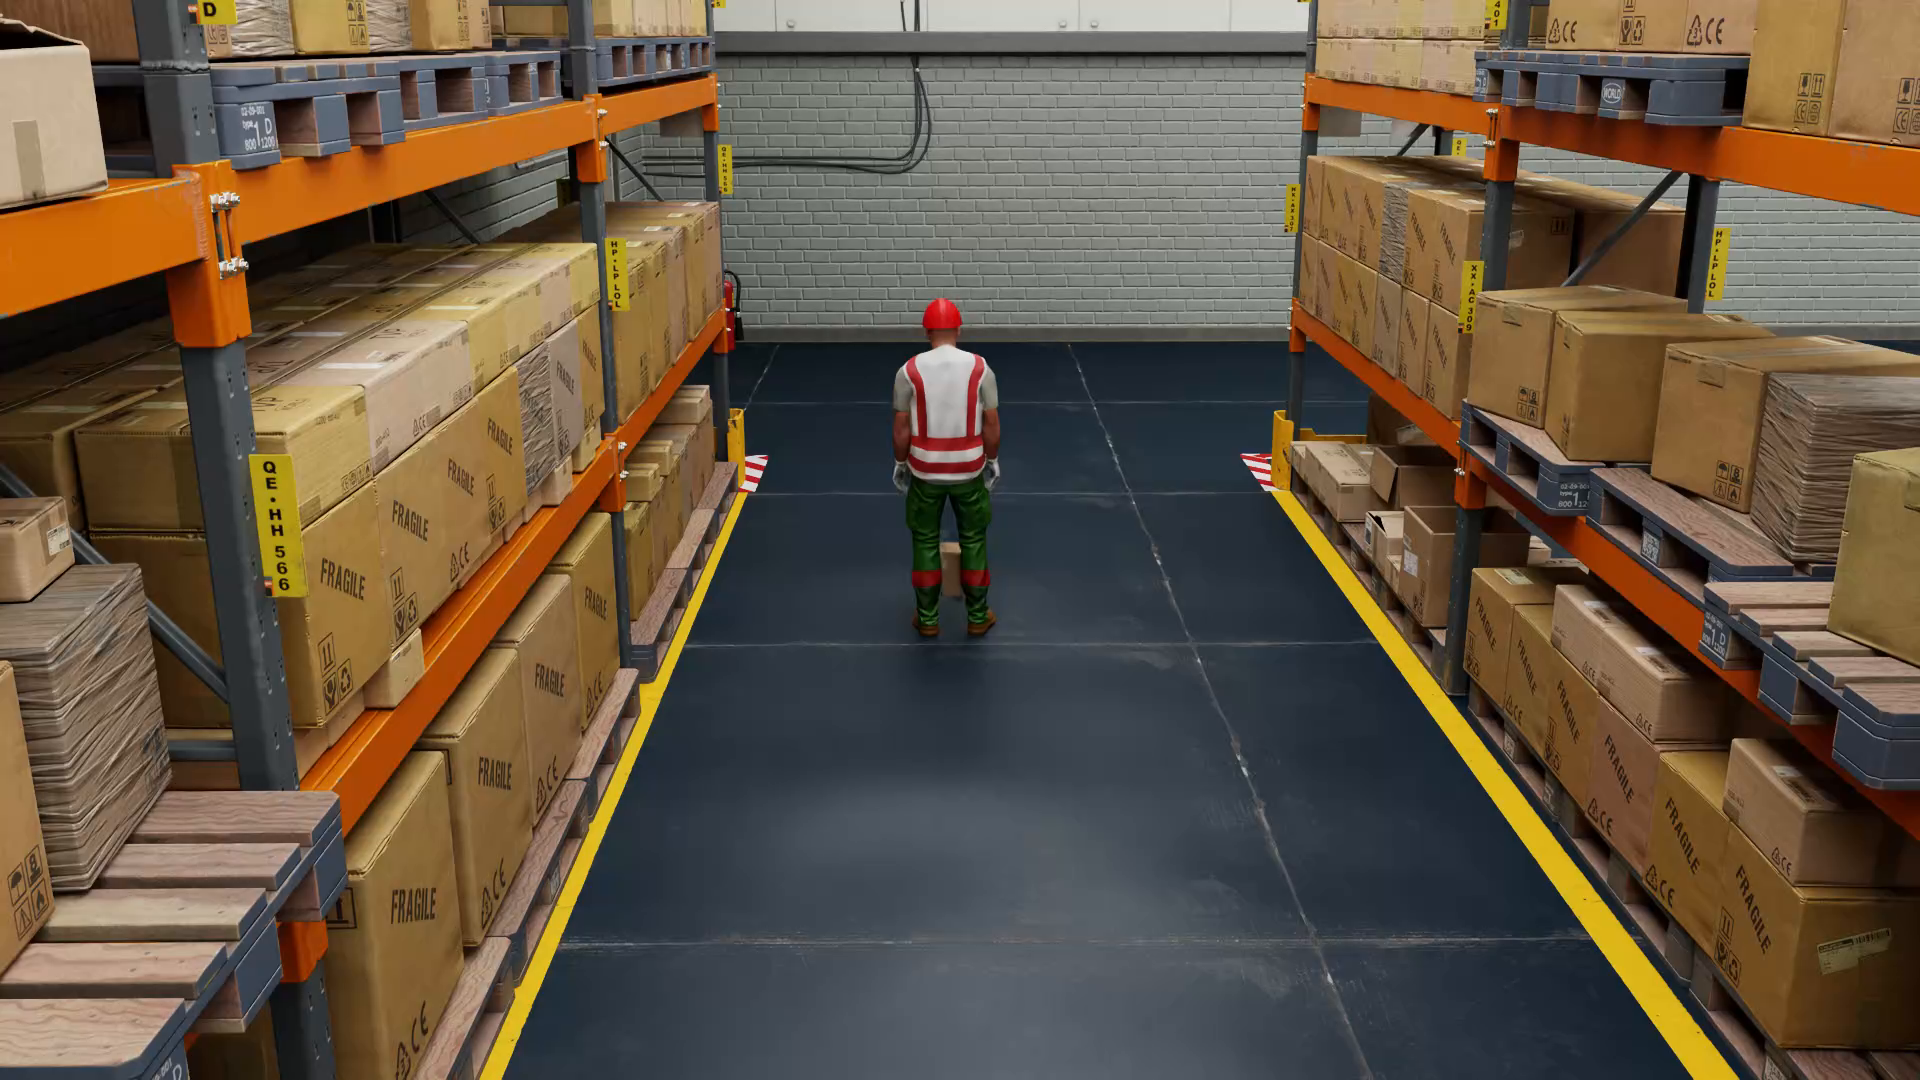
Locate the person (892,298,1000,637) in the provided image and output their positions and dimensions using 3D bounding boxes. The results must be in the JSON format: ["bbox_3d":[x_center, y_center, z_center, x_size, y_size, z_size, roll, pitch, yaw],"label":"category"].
[{"bbox_3d":[-0.069,-0.370,8.728,0.568,1.781,0.435,-1,17,-3],"label":"person"}]
